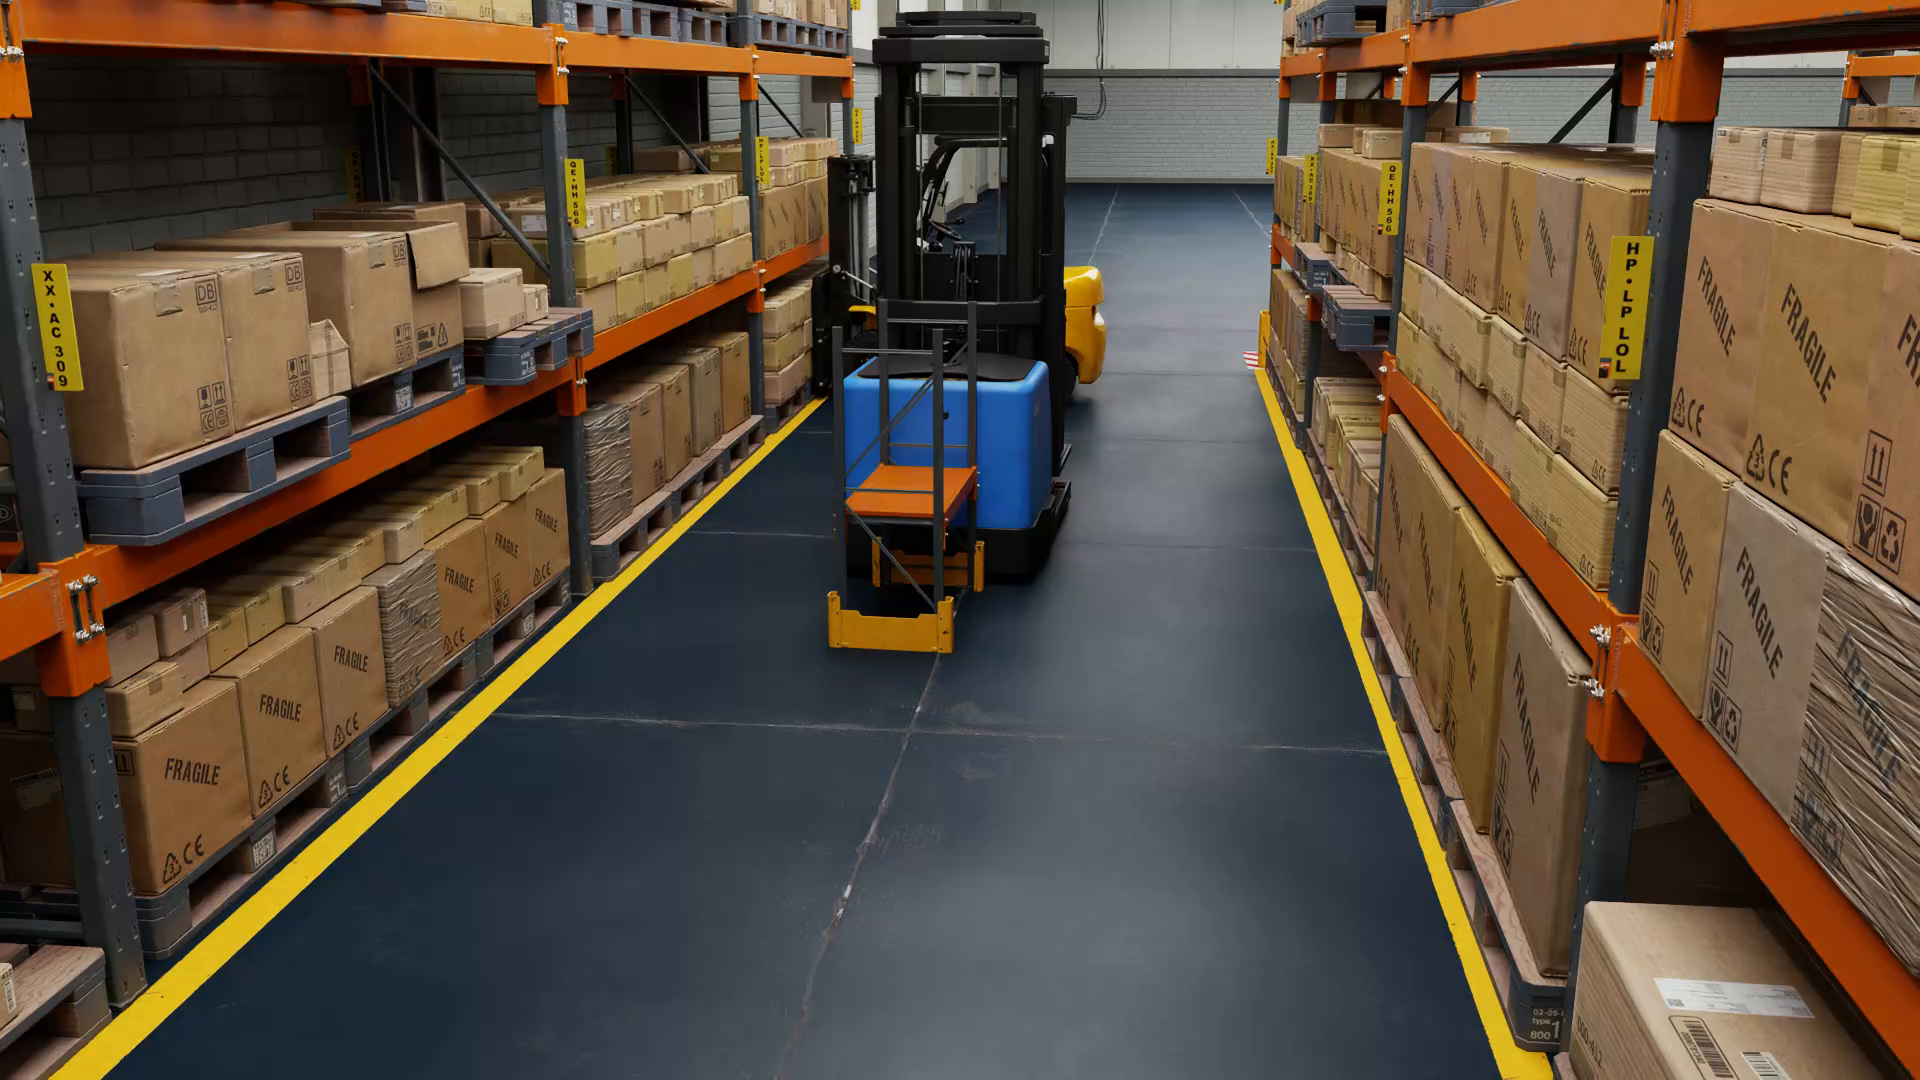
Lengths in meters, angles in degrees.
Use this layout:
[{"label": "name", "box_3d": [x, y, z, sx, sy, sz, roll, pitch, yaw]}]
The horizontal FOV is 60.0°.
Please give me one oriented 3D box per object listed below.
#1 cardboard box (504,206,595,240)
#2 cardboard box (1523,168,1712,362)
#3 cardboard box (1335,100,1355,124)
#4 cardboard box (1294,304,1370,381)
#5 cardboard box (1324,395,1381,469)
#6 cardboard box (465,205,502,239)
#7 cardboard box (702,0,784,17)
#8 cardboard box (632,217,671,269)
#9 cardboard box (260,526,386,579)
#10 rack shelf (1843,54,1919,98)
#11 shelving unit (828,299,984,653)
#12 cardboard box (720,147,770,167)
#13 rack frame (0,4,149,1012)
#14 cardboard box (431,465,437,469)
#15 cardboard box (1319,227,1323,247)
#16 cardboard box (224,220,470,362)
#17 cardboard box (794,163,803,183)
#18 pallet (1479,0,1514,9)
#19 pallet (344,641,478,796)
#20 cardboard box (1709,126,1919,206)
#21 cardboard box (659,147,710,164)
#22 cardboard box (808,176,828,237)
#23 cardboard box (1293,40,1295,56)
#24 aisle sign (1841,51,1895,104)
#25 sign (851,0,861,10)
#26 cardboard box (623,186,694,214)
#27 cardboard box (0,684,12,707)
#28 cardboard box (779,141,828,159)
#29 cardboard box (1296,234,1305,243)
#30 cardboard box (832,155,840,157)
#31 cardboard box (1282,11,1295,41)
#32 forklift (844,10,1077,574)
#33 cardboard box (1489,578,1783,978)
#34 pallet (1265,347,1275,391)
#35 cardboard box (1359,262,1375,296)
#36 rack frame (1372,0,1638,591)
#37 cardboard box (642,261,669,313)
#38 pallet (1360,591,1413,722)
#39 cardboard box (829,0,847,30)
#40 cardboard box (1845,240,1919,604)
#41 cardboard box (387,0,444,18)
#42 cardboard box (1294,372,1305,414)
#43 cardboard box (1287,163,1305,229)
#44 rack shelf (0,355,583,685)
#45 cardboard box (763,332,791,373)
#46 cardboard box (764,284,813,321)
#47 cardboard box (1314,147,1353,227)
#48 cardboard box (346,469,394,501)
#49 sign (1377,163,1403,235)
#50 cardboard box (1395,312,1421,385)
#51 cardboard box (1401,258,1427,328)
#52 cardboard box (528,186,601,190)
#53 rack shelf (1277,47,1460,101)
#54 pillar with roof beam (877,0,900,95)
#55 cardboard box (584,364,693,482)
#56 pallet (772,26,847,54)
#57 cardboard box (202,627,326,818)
[{"label": "cardboard box", "box_3d": [-2.083, -1.614, 8.451, 0.380, 0.149, 0.250, 2, 15, 8]}, {"label": "cardboard box", "box_3d": [1.921, -0.785, 4.711, 0.500, 0.500, 0.500, 2, 15, 7]}, {"label": "cardboard box", "box_3d": [3.369, -3.252, 13.267, 0.700, 0.500, 0.500, 2, 15, 6]}, {"label": "cardboard box", "box_3d": [2.772, -1.470, 12.378, 0.500, 0.500, 0.500, 1, 15, 5]}, {"label": "cardboard box", "box_3d": [2.838, -0.683, 10.670, 0.950, 0.372, 0.625, 3, 15, 10]}, {"label": "cardboard box", "box_3d": [-2.576, -1.631, 8.512, 0.380, 0.149, 0.250, 2, 15, 8]}, {"label": "cardboard box", "box_3d": [-1.624, -4.081, 12.435, 0.500, 0.311, 0.500, 2, 15, 7]}, {"label": "cardboard box", "box_3d": [-1.984, -1.721, 9.609, 0.500, 0.250, 0.500, 1, 15, 5]}, {"label": "cardboard box", "box_3d": [-2.472, 0.053, 6.462, 0.380, 0.149, 0.250, 2, 15, 6]}, {"label": "rack shelf", "box_3d": [8.127, -3.571, 12.753, 1.077, 0.370, 4.000, 2, 15, 6]}, {"label": "shelving unit", "box_3d": [-0.245, -0.349, 8.078, 0.587, 1.500, 1.083, 2, 15, 9]}, {"label": "cardboard box", "box_3d": [-1.670, -2.932, 12.755, 0.380, 0.149, 0.250, 1, 15, 5]}, {"label": "rack frame", "box_3d": [-2.863, -0.141, 4.439, 1.000, 3.000, 0.127, 2, 15, 6]}, {"label": "cardboard box", "box_3d": [-2.738, -0.074, 8.173, 0.500, 0.500, 0.500, 2, 15, 8]}, {"label": "cardboard box", "box_3d": [2.596, -2.018, 11.057, 0.380, 0.149, 0.250, 2, 15, 7]}, {"label": "cardboard box", "box_3d": [-2.412, -1.003, 6.621, 0.797, 0.503, 0.637, 1, 15, 5]}, {"label": "cardboard box", "box_3d": [-1.490, -2.984, 13.516, 0.380, 0.149, 0.250, 1, 15, 4]}, {"label": "pallet", "box_3d": [2.377, -1.932, 5.675, 1.003, 0.211, 1.213, 2, 15, 9]}, {"label": "pallet", "box_3d": [-2.674, 0.675, 6.760, 1.003, 0.211, 1.213, 2, 15, 6]}, {"label": "cardboard box", "box_3d": [1.776, -0.766, 3.399, 0.380, 0.149, 0.250, 1, 15, 5]}, {"label": "cardboard box", "box_3d": [-2.139, -2.946, 12.806, 0.380, 0.149, 0.250, 2, 15, 6]}, {"label": "cardboard box", "box_3d": [-1.429, -2.899, 14.447, 0.500, 0.500, 0.500, 1, 15, 5]}, {"label": "cardboard box", "box_3d": [3.059, -4.220, 14.258, 0.380, 0.149, 0.250, 2, 15, 8]}, {"label": "aisle sign", "box_3d": [8.063, -4.271, 14.731, 0.394, 0.787, 0.004, 2, 15, 6]}, {"label": "sign", "box_3d": [-0.971, -5.071, 15.379, 0.100, 0.325, 0.005, 2, 15, 6]}, {"label": "cardboard box", "box_3d": [-1.846, -2.079, 10.171, 0.380, 0.149, 0.250, 1, 15, 5]}, {"label": "cardboard box", "box_3d": [-3.108, 0.445, 5.010, 0.380, 0.149, 0.250, 1, 15, 4]}, {"label": "cardboard box", "box_3d": [-1.361, -3.393, 14.459, 0.380, 0.149, 0.250, 2, 15, 8]}, {"label": "cardboard box", "box_3d": [2.817, -2.306, 12.924, 0.380, 0.149, 0.250, 1, 15, 5]}, {"label": "cardboard box", "box_3d": [-1.269, -3.450, 15.239, 0.380, 0.149, 0.250, 2, 15, 7]}, {"label": "cardboard box", "box_3d": [3.102, -4.505, 14.547, 0.500, 0.250, 0.500, 1, 15, 5]}, {"label": "forklift", "box_3d": [0.098, -1.576, 9.876, 1.130, 2.935, 3.031, 2, 15, 9]}, {"label": "cardboard box", "box_3d": [2.060, 0.664, 4.727, 0.875, 0.875, 0.875, 2, 15, 8]}, {"label": "pallet", "box_3d": [3.288, -1.533, 14.927, 1.003, 0.211, 1.213, 2, 15, 6]}, {"label": "cardboard box", "box_3d": [2.266, -1.345, 8.568, 0.380, 0.149, 0.250, 2, 15, 6]}, {"label": "rack frame", "box_3d": [2.521, -1.034, 7.738, 1.000, 3.000, 0.127, 2, 15, 6]}, {"label": "cardboard box", "box_3d": [-2.006, -1.478, 9.670, 0.500, 0.250, 0.500, 1, 15, 4]}, {"label": "pallet", "box_3d": [2.357, 0.515, 7.354, 1.003, 0.211, 1.213, 2, 15, 6]}, {"label": "cardboard box", "box_3d": [-1.317, -4.879, 15.025, 0.500, 0.500, 0.500, 2, 15, 8]}, {"label": "cardboard box", "box_3d": [1.643, -0.147, 2.354, 0.500, 0.500, 0.500, 2, 15, 7]}, {"label": "cardboard box", "box_3d": [-2.341, -2.154, 6.422, 0.500, 0.250, 0.500, 2, 15, 6]}, {"label": "cardboard box", "box_3d": [2.772, -1.108, 12.475, 0.500, 0.250, 0.500, 2, 15, 9]}, {"label": "cardboard box", "box_3d": [2.933, -2.787, 13.461, 0.500, 0.500, 0.500, 1, 15, 5]}, {"label": "rack shelf", "box_3d": [-2.637, -0.313, 6.451, 1.077, 0.370, 4.000, 2, 15, 6]}, {"label": "cardboard box", "box_3d": [-1.599, -1.449, 12.781, 0.500, 0.250, 0.500, 2, 15, 6]}, {"label": "cardboard box", "box_3d": [-1.482, -1.952, 13.683, 0.500, 0.250, 0.500, 2, 15, 8]}, {"label": "cardboard box", "box_3d": [2.634, -2.353, 11.050, 0.500, 0.500, 0.500, 2, 15, 8]}, {"label": "cardboard box", "box_3d": [-2.785, -0.227, 7.497, 0.380, 0.149, 0.250, 2, 15, 7]}, {"label": "sign", "box_3d": [1.980, -1.568, 7.647, 0.100, 0.325, 0.005, 2, 15, 6]}, {"label": "cardboard box", "box_3d": [2.215, -0.842, 7.316, 0.500, 0.250, 0.500, 1, 15, 5]}, {"label": "cardboard box", "box_3d": [2.218, -1.078, 7.233, 0.500, 0.250, 0.500, 2, 15, 6]}, {"label": "cardboard box", "box_3d": [-2.432, -2.099, 10.243, 0.380, 0.149, 0.250, 2, 15, 7]}, {"label": "rack shelf", "box_3d": [3.198, -3.691, 13.195, 1.077, 0.370, 4.000, 2, 15, 6]}, {"label": "pillar with roof beam", "box_3d": [3.148, -8.981, 25.637, 9.100, 9.000, 0.400, 2, 15, 6]}, {"label": "cardboard box", "box_3d": [-2.186, -0.741, 10.401, 0.875, 0.625, 0.625, 1, 15, 4]}, {"label": "pallet", "box_3d": [-1.615, -4.476, 14.893, 1.003, 0.211, 1.213, 2, 15, 6]}, {"label": "cardboard box", "box_3d": [-2.535, 0.605, 5.661, 0.500, 0.500, 0.500, 1, 15, 6]}]
